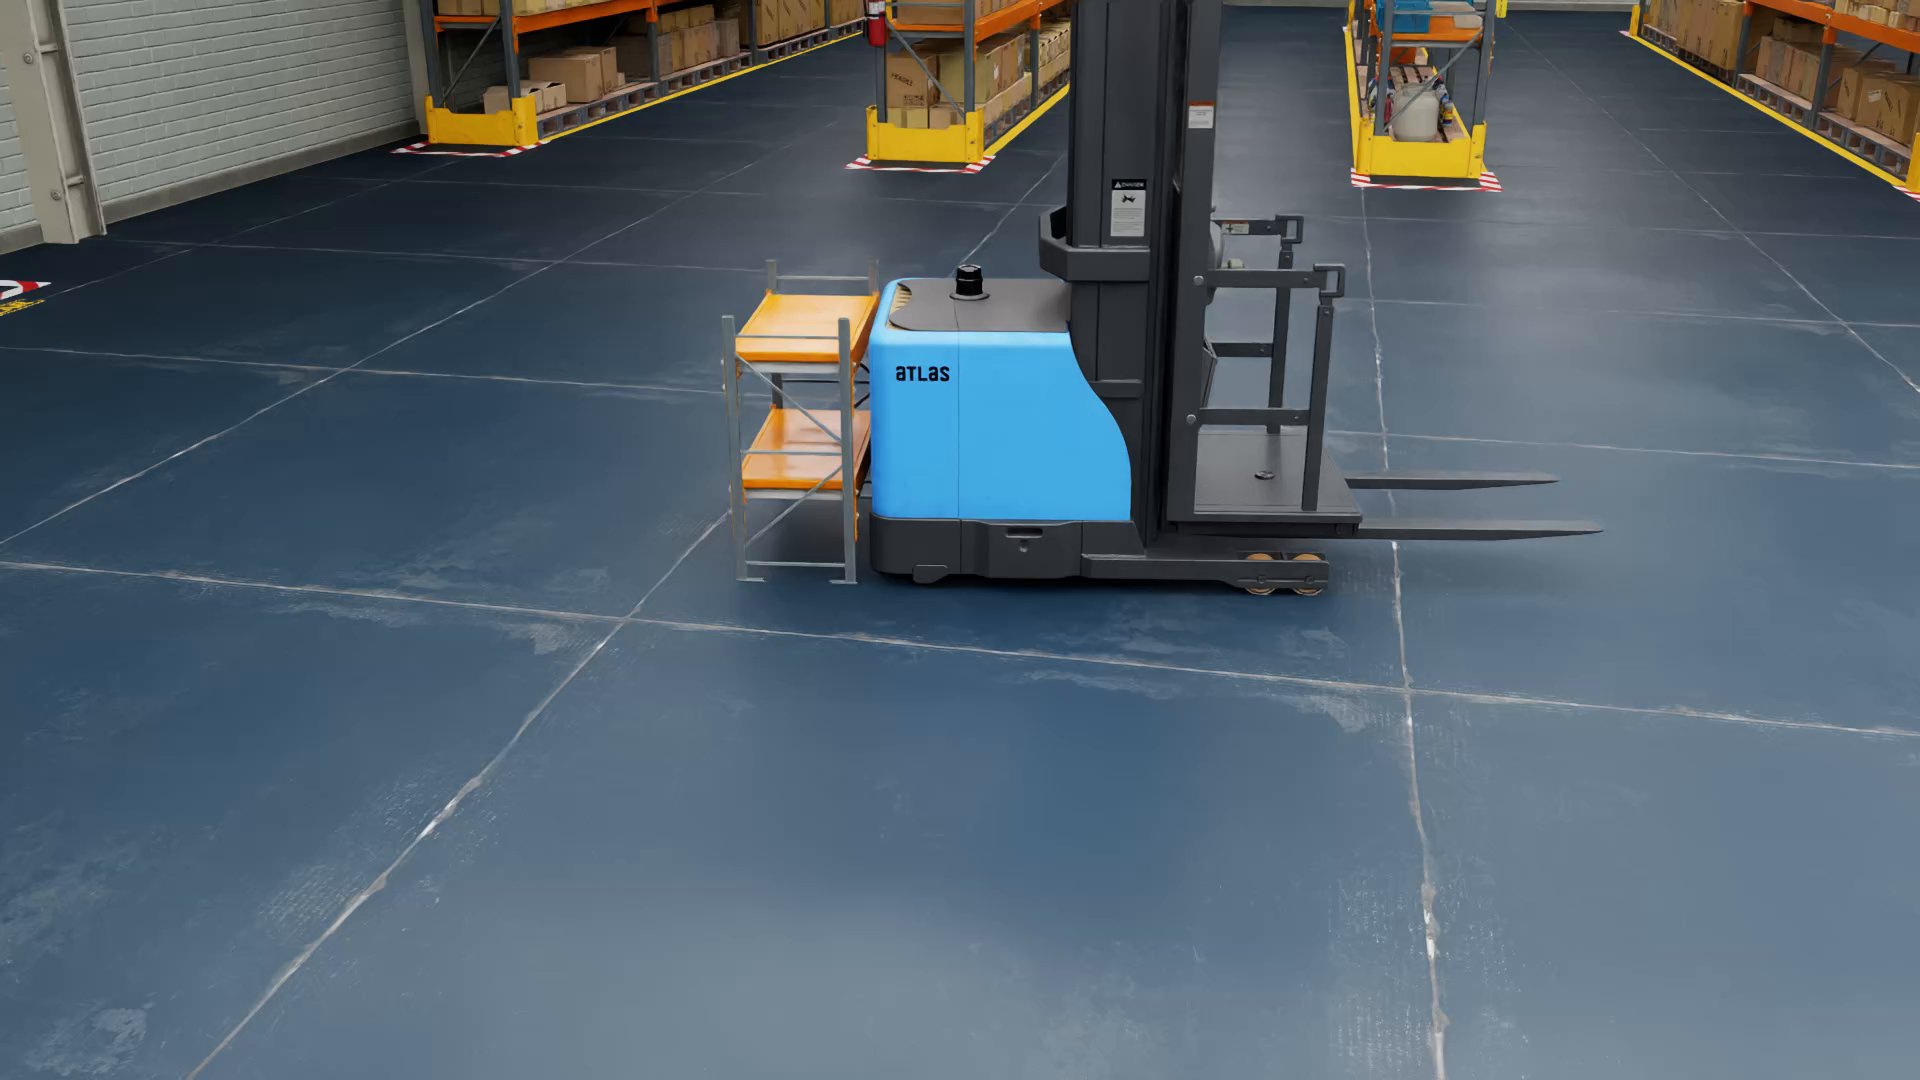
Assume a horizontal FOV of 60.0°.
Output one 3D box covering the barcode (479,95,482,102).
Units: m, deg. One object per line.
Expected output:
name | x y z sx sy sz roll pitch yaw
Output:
barcode | -5.360 -4.939 18.600 0.001 0.075 0.075 4 22 11

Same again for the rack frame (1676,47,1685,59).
rack frame | 11.794 -8.951 25.563 1.000 3.000 0.127 4 22 11

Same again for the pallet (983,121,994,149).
pallet | -0.236 -4.308 17.768 1.003 0.211 1.213 4 22 11

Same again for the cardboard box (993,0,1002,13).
cardboard box | 0.069 -6.101 18.353 0.700 0.500 0.500 5 23 13

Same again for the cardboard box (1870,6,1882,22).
cardboard box | 9.593 -5.394 17.067 0.380 0.149 0.250 4 22 11

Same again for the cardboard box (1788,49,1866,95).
cardboard box | 10.538 -5.670 20.174 0.700 0.500 0.500 3 22 6

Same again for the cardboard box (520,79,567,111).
cardboard box | -4.856 -5.106 19.028 0.500 0.311 0.500 6 23 15

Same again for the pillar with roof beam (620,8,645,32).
pillar with roof beam | -0.467 -10.666 21.791 9.100 9.000 0.400 4 22 11

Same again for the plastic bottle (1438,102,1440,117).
plastic bottle | 5.324 -4.758 18.310 0.097 0.201 0.097 0 22 0

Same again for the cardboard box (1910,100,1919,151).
cardboard box | 9.578 -4.046 16.168 0.500 0.500 0.500 11 24 25

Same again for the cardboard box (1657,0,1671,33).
cardboard box | 12.372 -9.050 28.091 0.875 0.875 0.875 4 22 11

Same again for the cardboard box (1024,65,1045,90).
cardboard box | 0.790 -5.829 20.931 0.500 0.250 0.500 4 22 10

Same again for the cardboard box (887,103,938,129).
cardboard box | -0.531 -4.457 17.522 0.500 0.250 0.500 4 22 11

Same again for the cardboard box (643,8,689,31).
cardboard box | -4.063 -7.172 22.901 0.500 0.250 0.500 4 22 9

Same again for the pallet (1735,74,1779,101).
pallet | 10.817 -5.909 21.742 1.003 0.211 1.213 4 22 11

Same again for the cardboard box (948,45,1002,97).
cardboard box | 0.165 -5.132 18.195 0.500 0.500 0.500 4 22 11

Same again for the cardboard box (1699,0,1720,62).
cardboard box | 11.329 -7.273 23.680 1.225 0.875 0.875 5 22 11

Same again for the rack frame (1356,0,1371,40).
rack frame | 6.946 -9.328 26.500 1.000 3.000 0.127 4 22 11

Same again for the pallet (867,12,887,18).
pallet | -2.023 -9.954 31.788 1.003 0.211 1.213 4 22 11

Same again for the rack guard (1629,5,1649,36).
rack guard | 12.615 -9.263 29.684 1.175 0.500 0.348 4 22 11

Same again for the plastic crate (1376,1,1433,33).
plastic crate | 4.306 -5.076 16.142 0.499 0.251 0.616 4 22 11

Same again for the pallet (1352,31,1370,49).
pallet | 7.058 -8.307 27.696 1.003 0.211 1.213 4 22 11

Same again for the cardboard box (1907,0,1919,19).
cardboard box | 9.469 -5.137 15.563 0.875 0.500 0.500 4 22 11

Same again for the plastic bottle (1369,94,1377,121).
plastic bottle | 4.521 -4.675 18.004 0.152 0.276 0.135 5 22 11

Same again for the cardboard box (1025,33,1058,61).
cardboard box | 1.005 -6.465 21.759 0.500 0.311 0.500 4 22 9

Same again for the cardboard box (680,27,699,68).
cardboard box | -4.052 -6.849 23.102 0.700 0.500 0.500 5 22 12

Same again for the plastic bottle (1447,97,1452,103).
plastic bottle | 5.236 -4.604 17.818 0.061 0.283 0.133 5 22 12

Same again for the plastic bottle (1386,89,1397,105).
plastic bottle | 4.767 -4.853 18.445 0.152 0.276 0.135 4 22 11

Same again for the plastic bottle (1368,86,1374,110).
plastic bottle | 4.629 -4.957 18.693 0.061 0.283 0.133 5 23 13

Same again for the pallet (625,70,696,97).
pallet | -4.228 -6.149 22.339 1.003 0.211 1.213 4 22 11

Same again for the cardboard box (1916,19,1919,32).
cardboard box | 9.412 -4.931 15.918 0.380 0.149 0.250 4 22 11

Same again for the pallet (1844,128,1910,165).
pallet | 9.813 -4.036 17.091 1.003 0.211 1.213 4 22 11

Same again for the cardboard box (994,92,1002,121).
cardboard box | 0.177 -4.783 18.333 0.500 0.250 0.500 4 22 11

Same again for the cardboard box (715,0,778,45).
cardboard box | -3.291 -8.077 25.709 0.750 0.750 0.750 4 22 10

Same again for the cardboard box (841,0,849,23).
cardboard box | -2.394 -9.568 29.879 0.700 0.500 0.500 4 22 10

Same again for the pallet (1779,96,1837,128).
pallet | 10.319 -5.016 19.526 1.003 0.211 1.213 4 22 11

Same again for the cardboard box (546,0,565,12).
cardboard box | -4.699 -5.980 18.360 0.500 0.250 0.500 4 22 9

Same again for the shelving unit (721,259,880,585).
shelving unit | -0.649 -0.539 7.185 0.538 1.125 1.048 1 22 3

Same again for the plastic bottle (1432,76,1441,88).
plastic bottle | 5.464 -5.120 19.009 0.144 0.351 0.185 4 22 9

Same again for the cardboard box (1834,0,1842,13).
cardboard box | 9.824 -5.853 18.207 0.380 0.149 0.250 4 22 11

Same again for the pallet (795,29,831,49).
pallet | -2.837 -8.502 28.182 1.003 0.211 1.213 4 22 11

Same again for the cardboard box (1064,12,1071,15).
cardboard box | 1.862 -7.809 25.484 0.500 0.500 0.500 4 22 10

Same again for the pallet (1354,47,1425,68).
pallet | 6.500 -7.308 25.217 1.003 0.211 1.213 4 22 11

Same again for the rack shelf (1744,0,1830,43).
rack shelf | 10.570 -6.423 20.249 1.077 0.370 4.000 4 22 11

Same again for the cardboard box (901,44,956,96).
cardboard box | -0.344 -5.171 18.294 0.500 0.500 0.500 4 22 11

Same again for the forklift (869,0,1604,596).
forklift | 1.154 -1.334 6.744 3.031 2.935 1.130 1 22 2

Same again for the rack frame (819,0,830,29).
rack frame | -2.753 -10.083 28.376 1.000 3.000 0.127 4 22 11
